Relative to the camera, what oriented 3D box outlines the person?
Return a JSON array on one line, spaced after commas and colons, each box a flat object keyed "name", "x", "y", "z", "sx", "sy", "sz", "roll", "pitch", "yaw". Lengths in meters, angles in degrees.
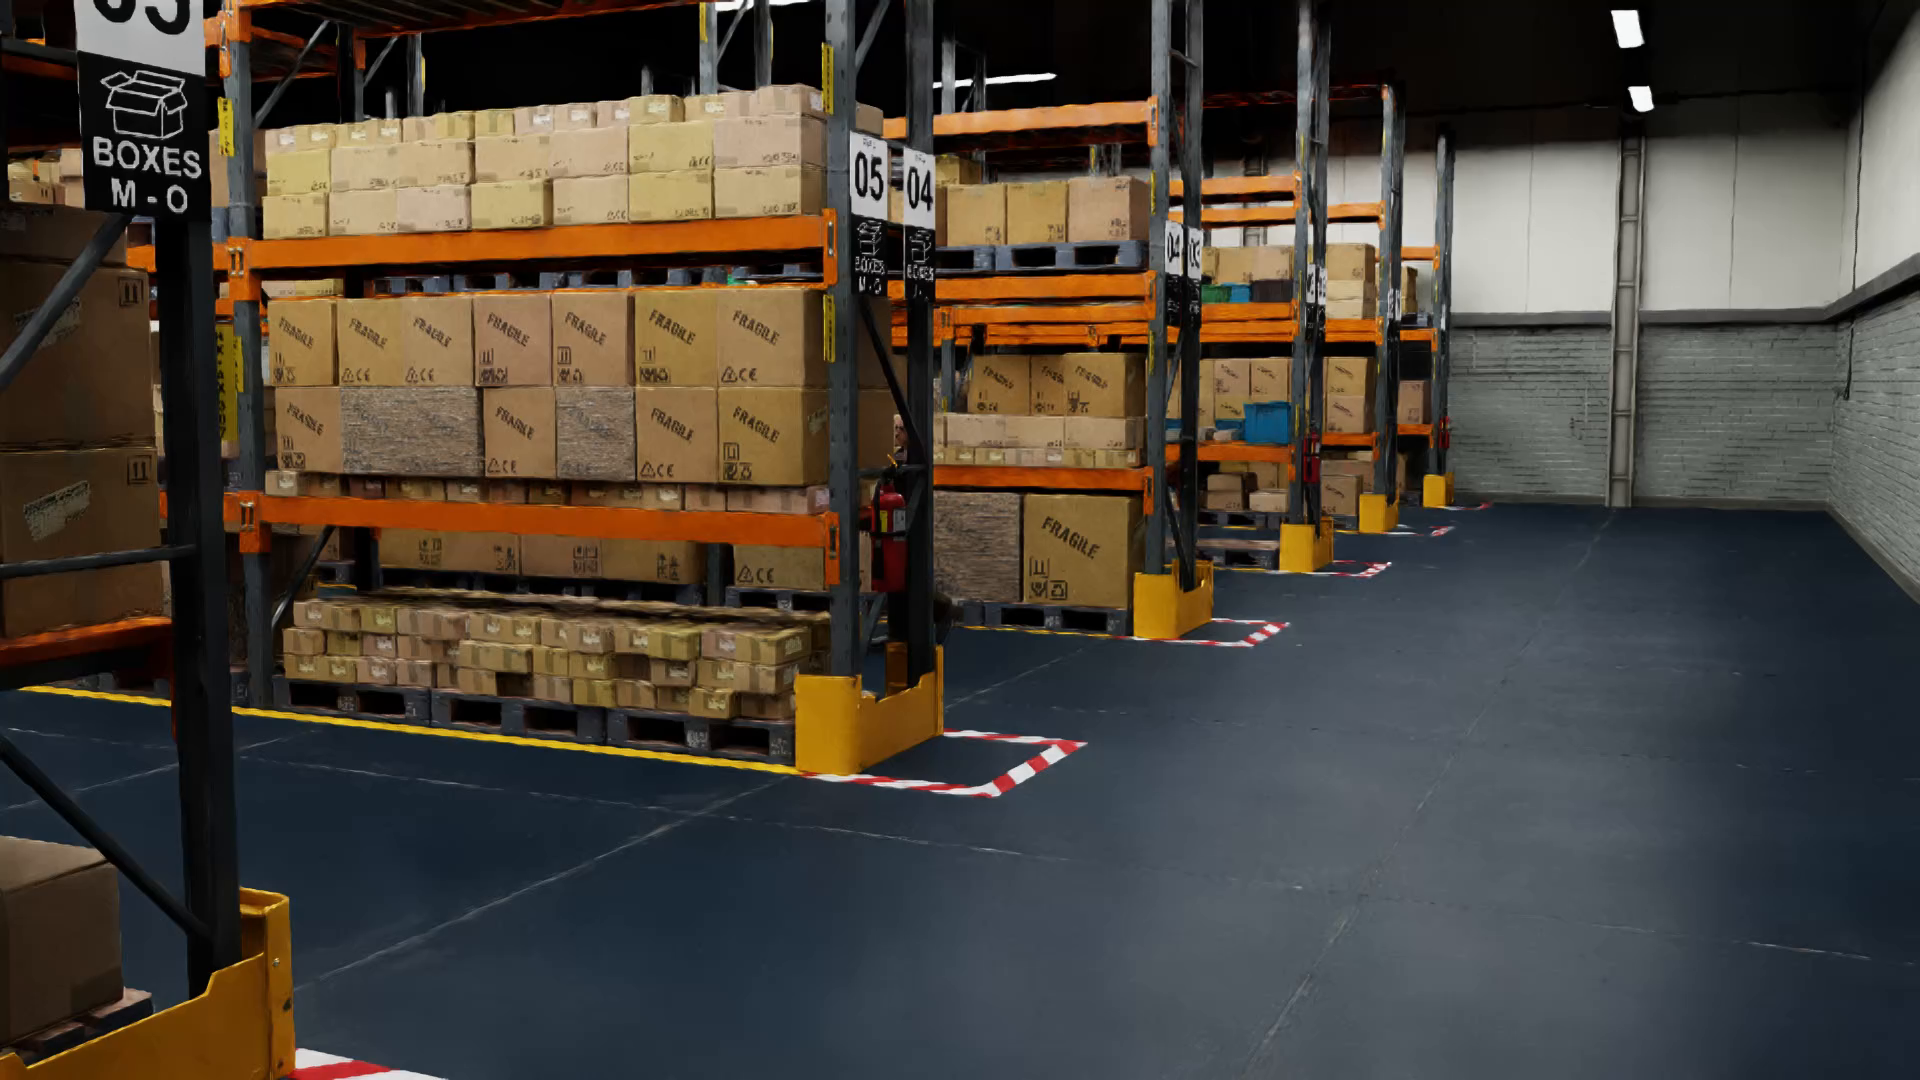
[{"name": "person", "x": -0.342, "y": -0.056, "z": 11.989, "sx": 0.657, "sy": 1.755, "sz": 0.685, "roll": -1, "pitch": 6, "yaw": -11}]
